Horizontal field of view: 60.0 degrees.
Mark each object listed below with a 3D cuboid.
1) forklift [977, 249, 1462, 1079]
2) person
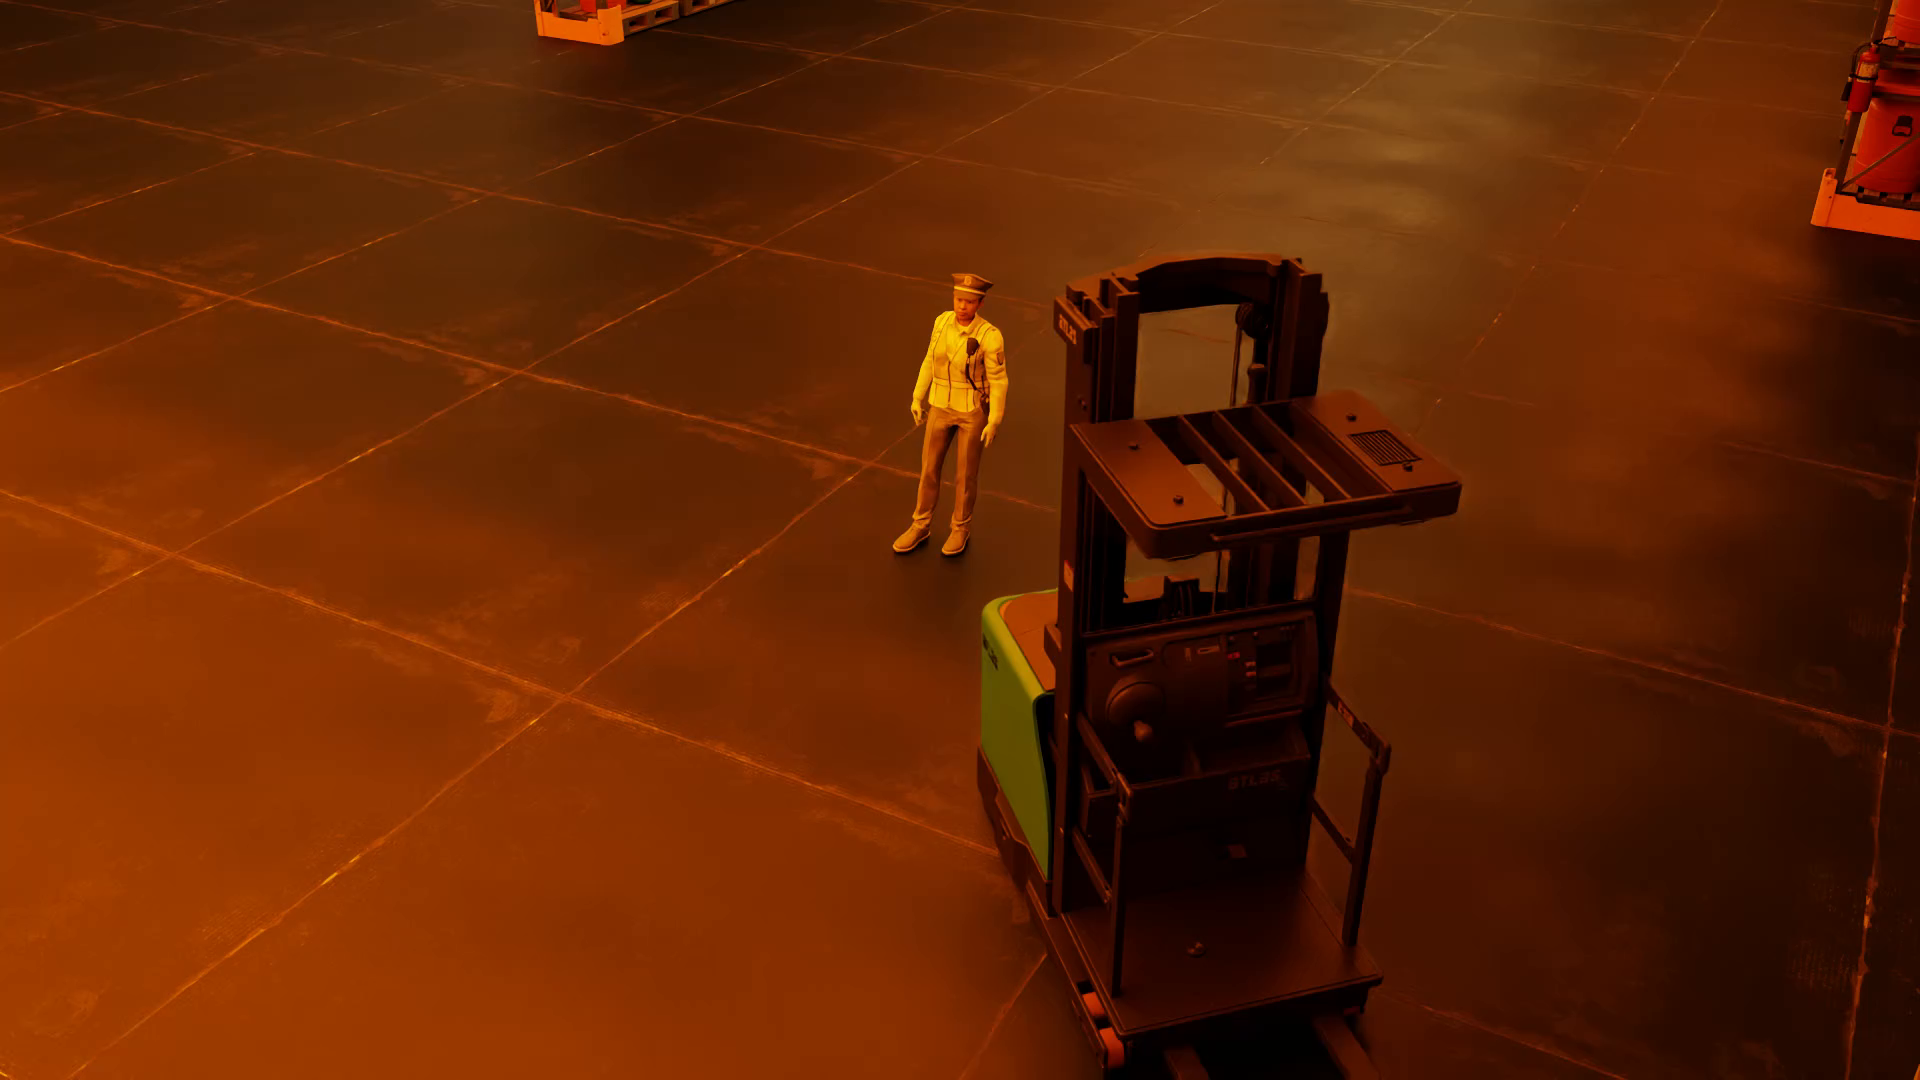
[{"bbox_3d":[0.980,0.564,6.094,1.130,2.935,3.031,-8,31,-14],"label":"forklift"},{"bbox_3d":[-0.038,-0.712,9.527,0.587,1.696,0.534,15,33,25],"label":"person"}]
